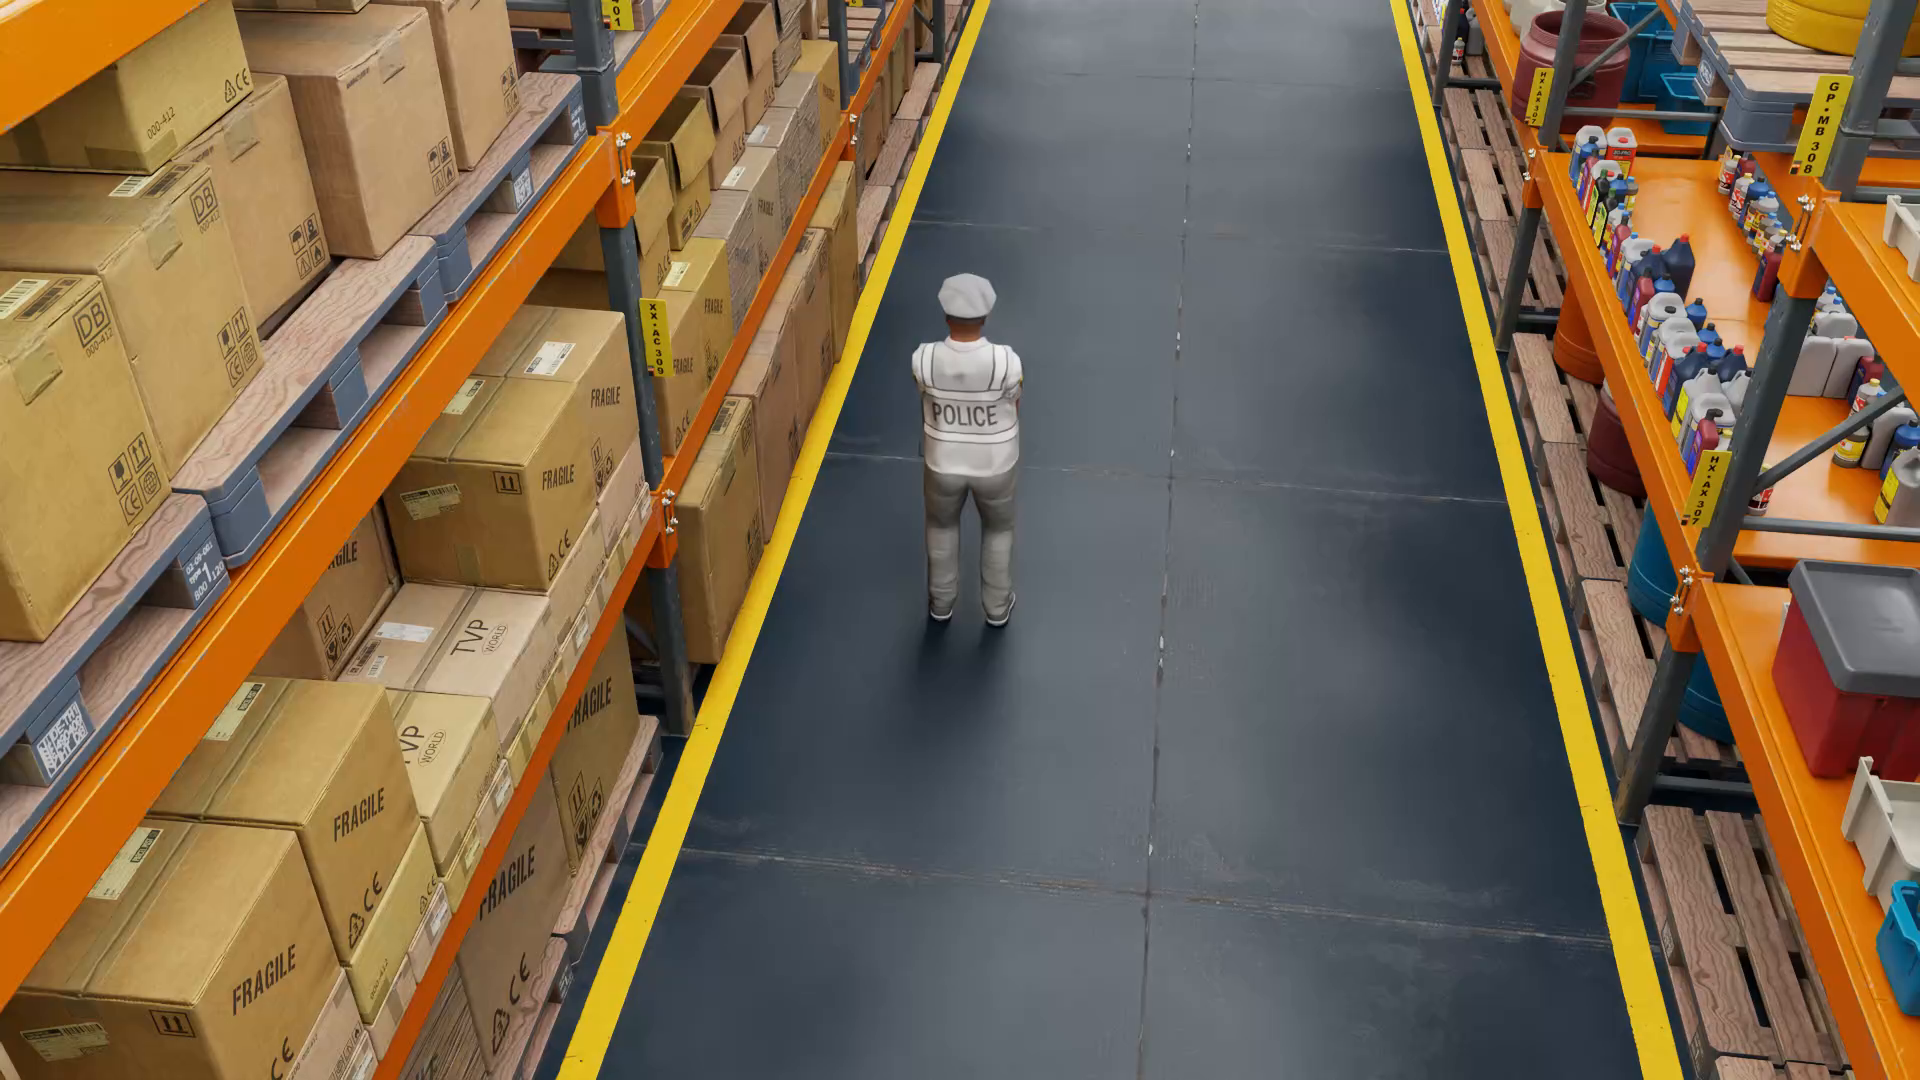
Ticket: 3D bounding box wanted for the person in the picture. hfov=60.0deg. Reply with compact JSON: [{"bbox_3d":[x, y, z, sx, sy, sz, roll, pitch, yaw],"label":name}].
[{"bbox_3d":[0.038,-0.424,7.610,0.486,1.771,0.571,4,36,5],"label":"person"}]
